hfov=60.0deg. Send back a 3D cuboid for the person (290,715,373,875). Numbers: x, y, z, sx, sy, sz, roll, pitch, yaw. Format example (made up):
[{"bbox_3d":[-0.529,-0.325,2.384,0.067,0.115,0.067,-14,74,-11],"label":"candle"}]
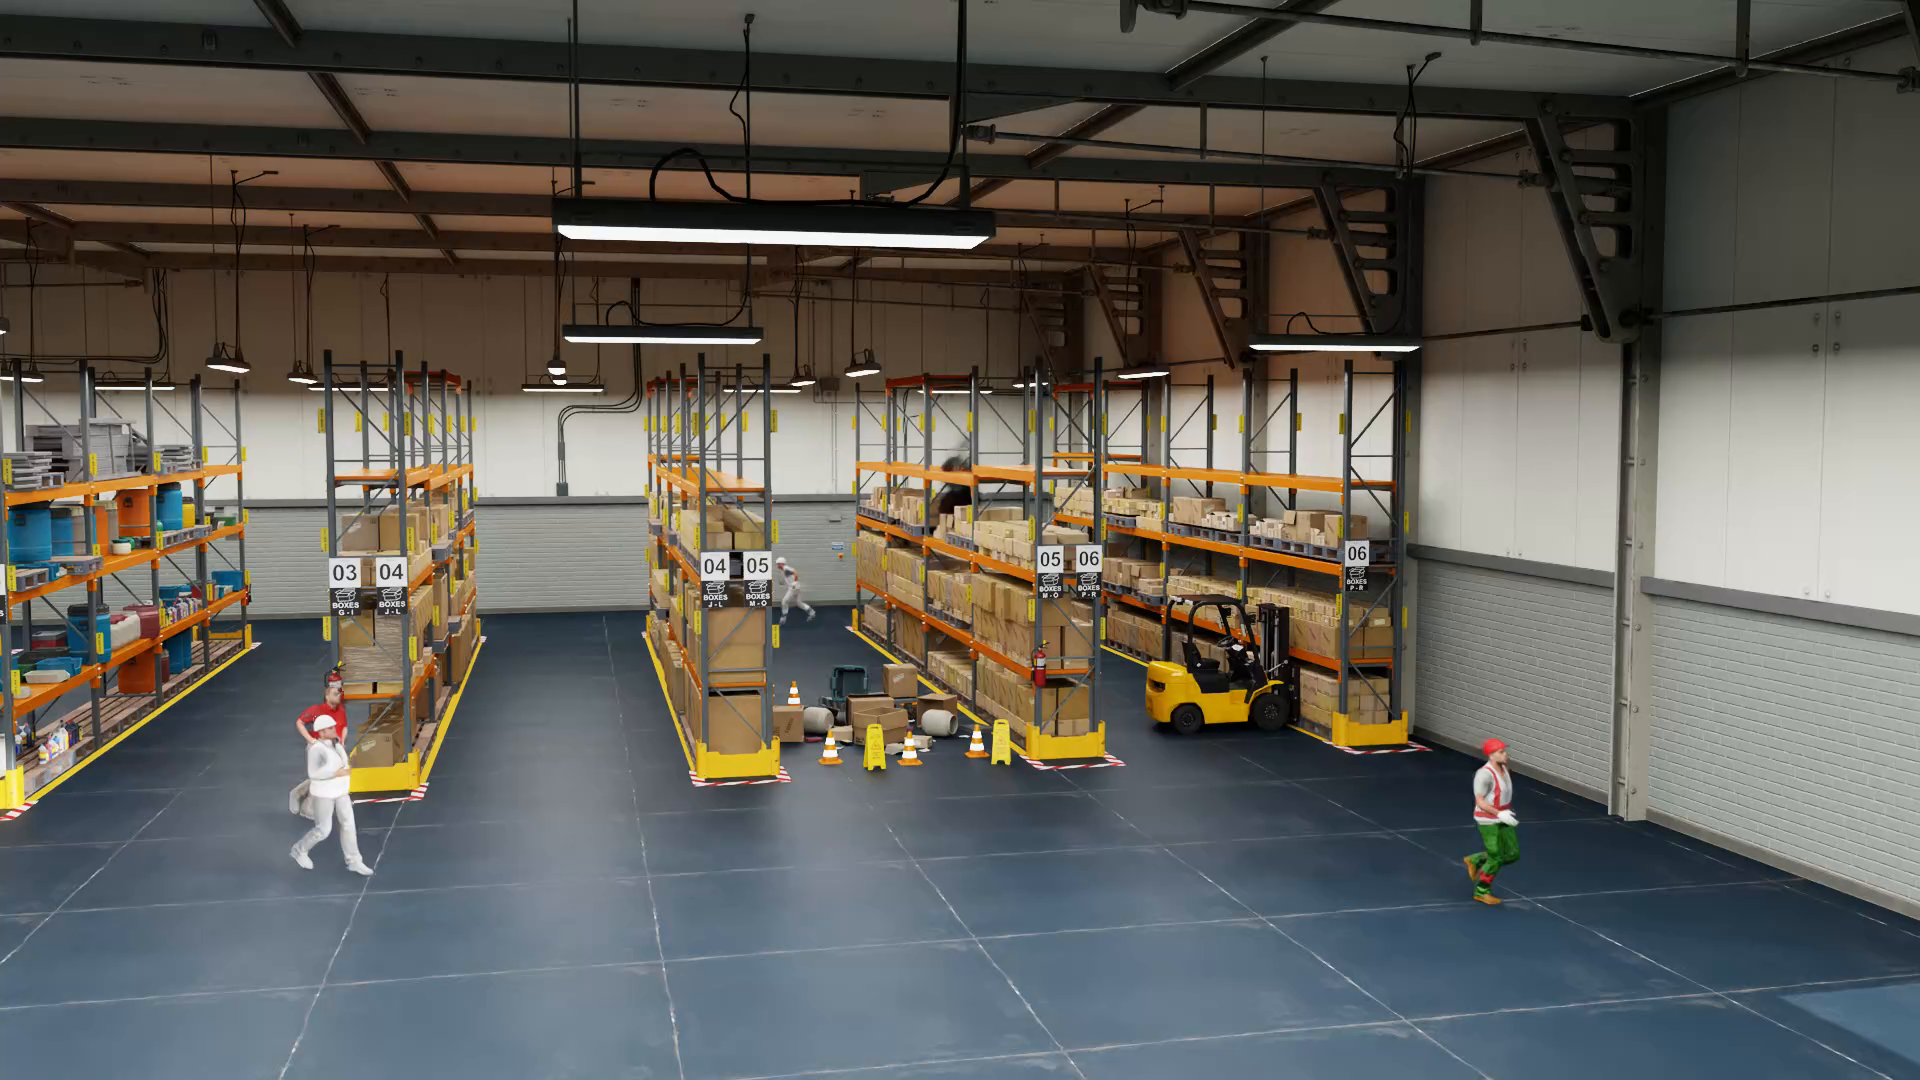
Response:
[{"bbox_3d":[-6.967,2.813,18.377,0.950,1.776,0.657,1,4,15],"label":"person"}]

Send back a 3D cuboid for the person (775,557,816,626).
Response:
[{"bbox_3d":[-4.086,1.287,41.396,1.050,1.738,0.700,-1,4,-17],"label":"person"}]

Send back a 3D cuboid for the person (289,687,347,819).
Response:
[{"bbox_3d":[-8.155,2.703,21.280,0.596,1.639,0.735,2,5,32],"label":"person"}]

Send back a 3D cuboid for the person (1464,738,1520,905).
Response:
[{"bbox_3d":[5.571,2.927,17.353,0.668,1.741,0.677,4,6,44],"label":"person"}]
